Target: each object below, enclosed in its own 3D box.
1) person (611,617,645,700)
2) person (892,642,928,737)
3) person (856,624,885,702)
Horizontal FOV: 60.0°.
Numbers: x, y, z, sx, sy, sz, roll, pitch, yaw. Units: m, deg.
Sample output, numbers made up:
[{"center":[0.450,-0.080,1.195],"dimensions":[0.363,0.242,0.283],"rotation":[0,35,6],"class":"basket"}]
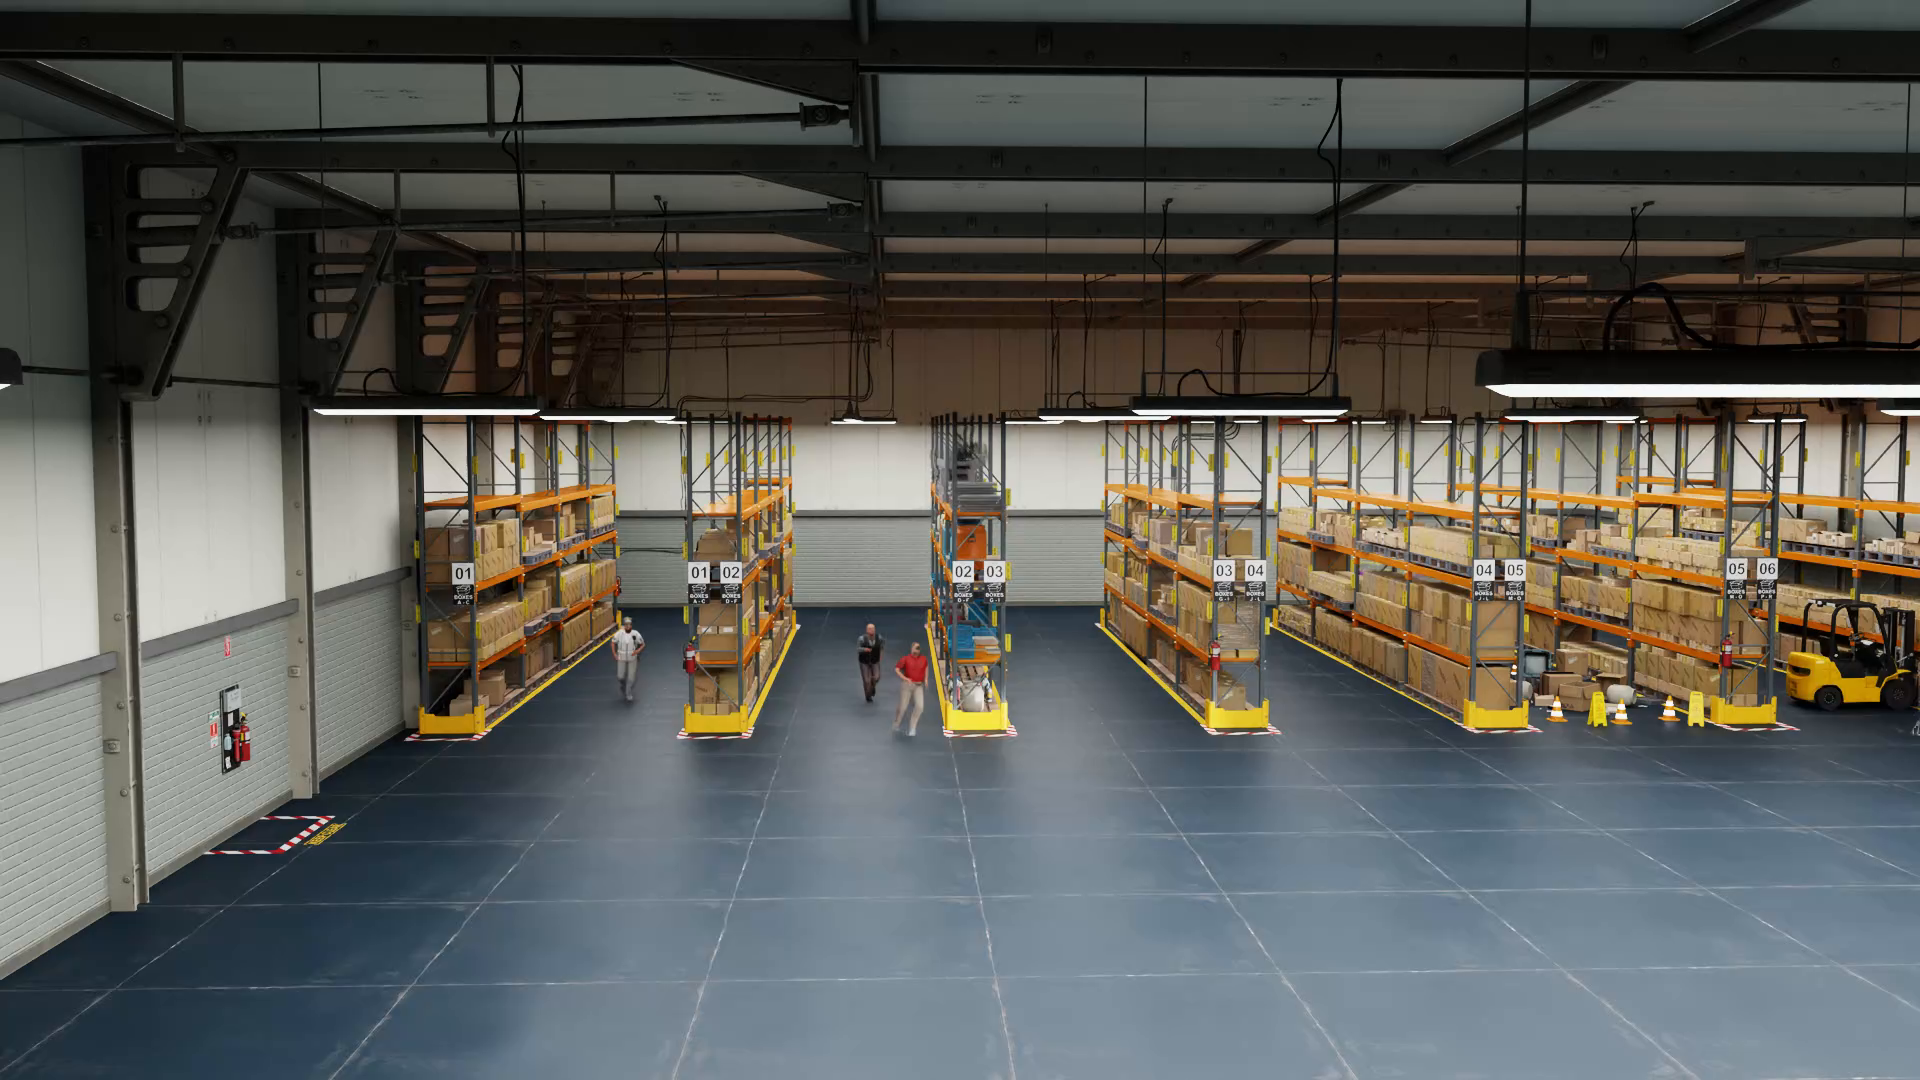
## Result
[{"center":[-6.970,2.484,34.848],"dimensions":[0.698,1.745,0.572],"rotation":[0,4,-6],"class":"person"},{"center":[-0.883,2.782,31.038],"dimensions":[0.729,1.760,0.694],"rotation":[-2,4,-22],"class":"person"},{"center":[-1.831,2.545,34.354],"dimensions":[0.646,1.651,0.774],"rotation":[-1,4,-11],"class":"person"}]
